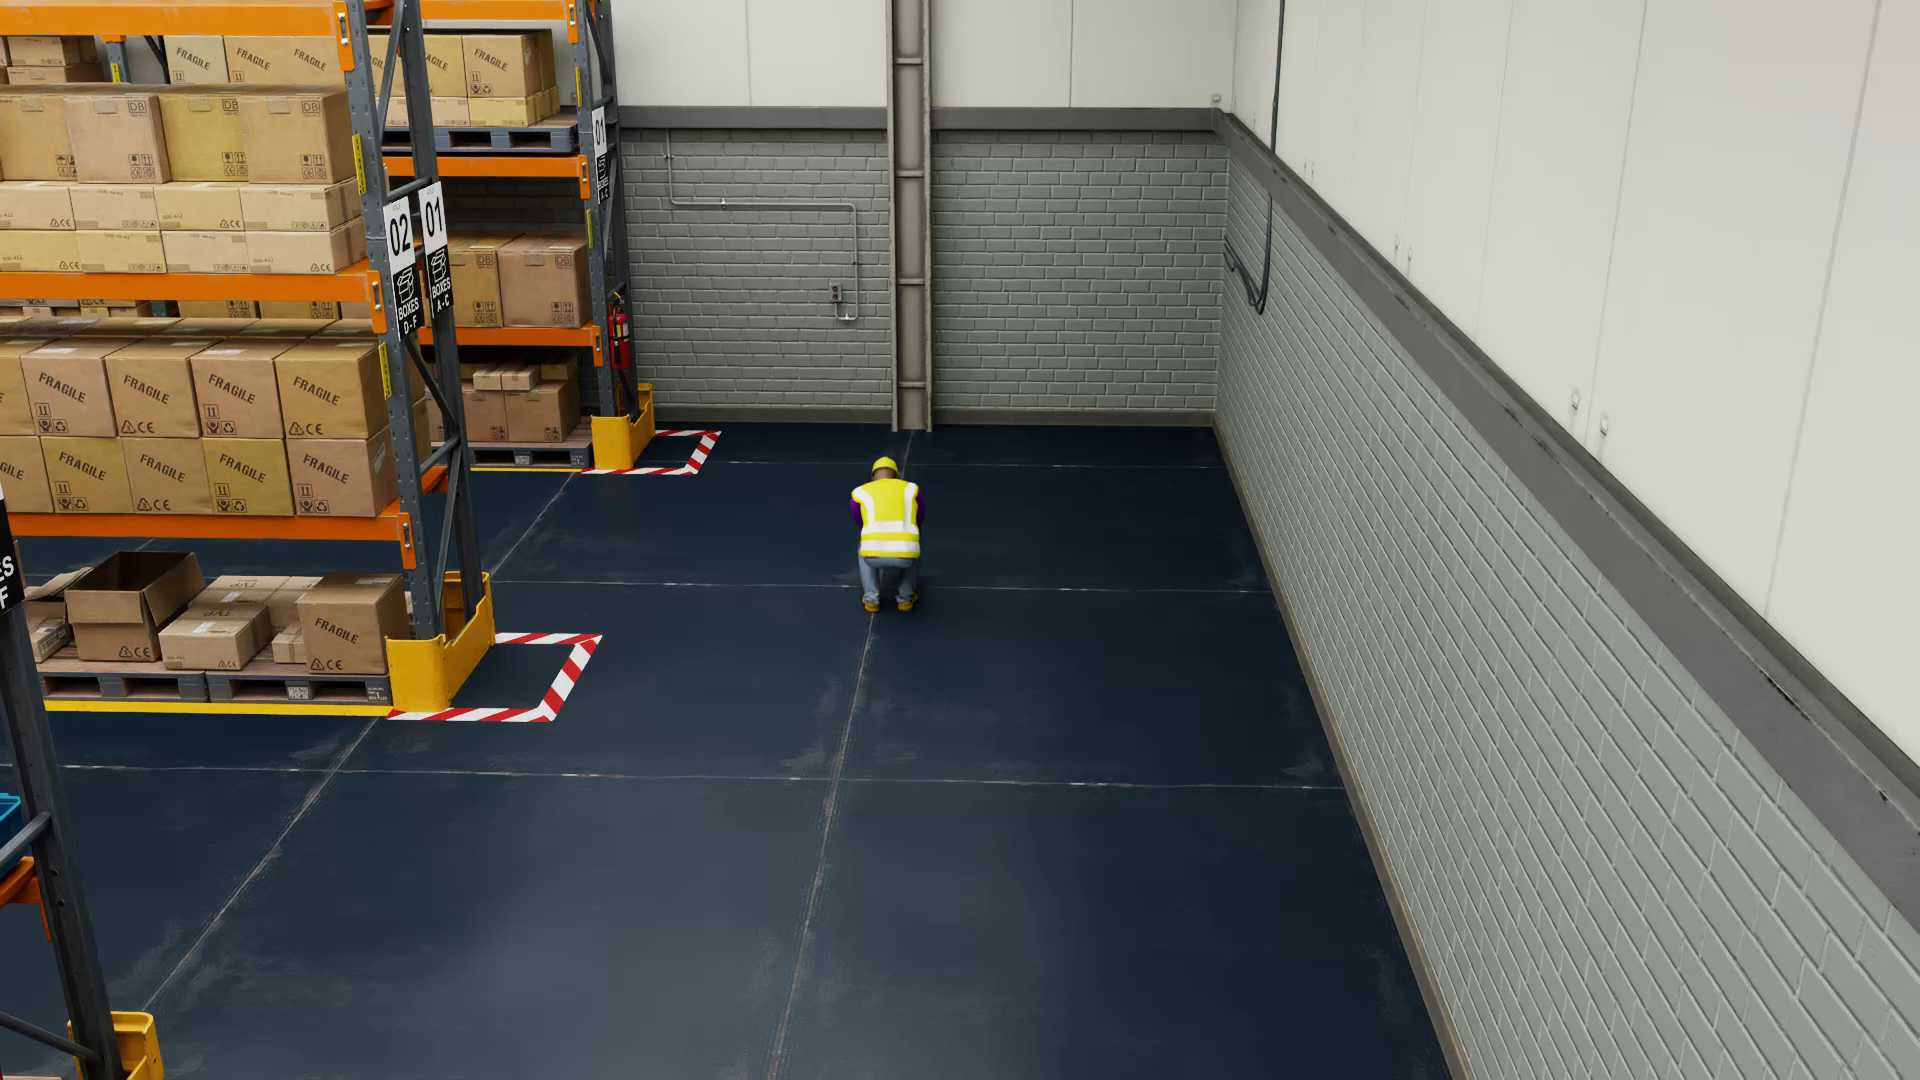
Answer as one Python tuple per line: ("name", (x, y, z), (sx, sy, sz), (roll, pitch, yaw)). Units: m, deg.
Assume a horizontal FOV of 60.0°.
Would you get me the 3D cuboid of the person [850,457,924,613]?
("person", (-0.530, -0.031, 12.213), (0.528, 1.011, 0.903), (0, 21, 0))
